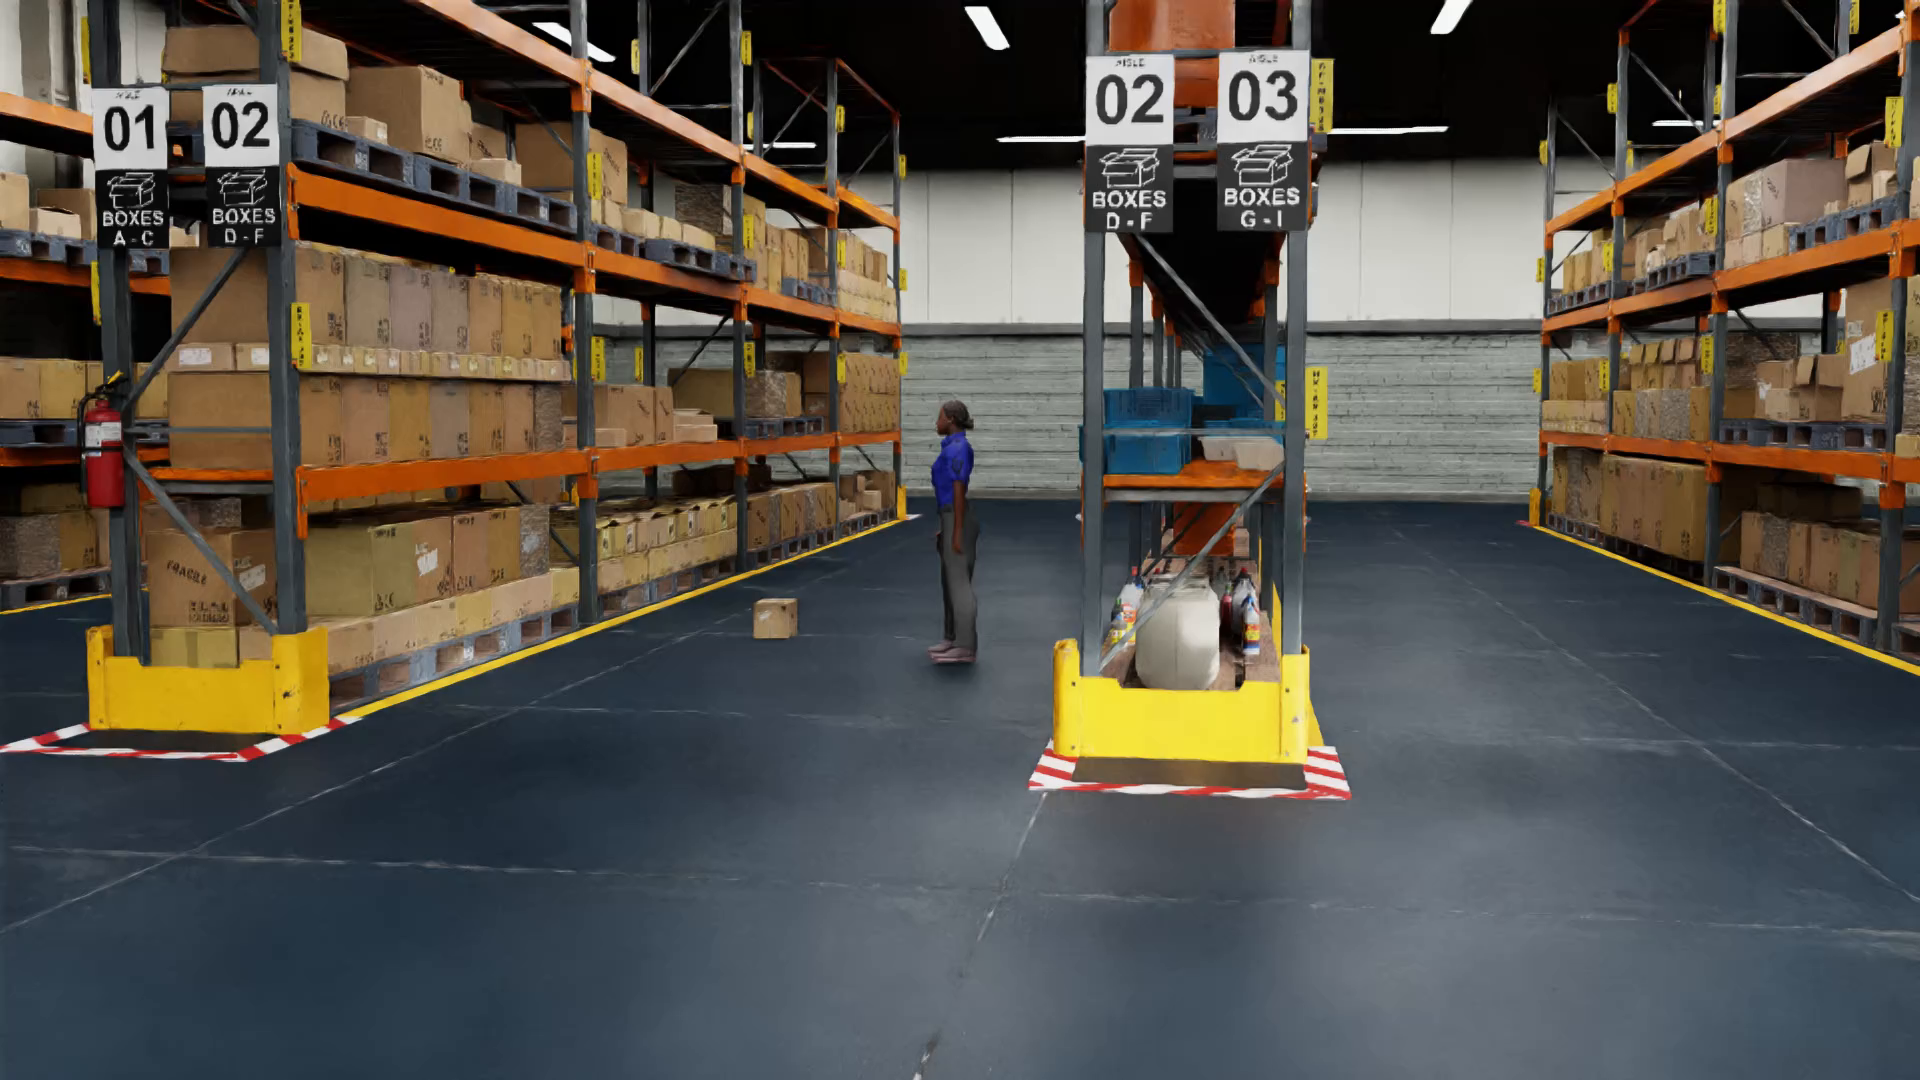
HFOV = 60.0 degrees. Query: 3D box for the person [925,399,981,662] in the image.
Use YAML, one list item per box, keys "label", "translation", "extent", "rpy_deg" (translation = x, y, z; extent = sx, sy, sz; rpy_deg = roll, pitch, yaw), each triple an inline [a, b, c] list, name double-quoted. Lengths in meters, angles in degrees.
- label: "person"
  translation: [-0.045, -0.068, 10.634]
  extent: [0.359, 1.657, 0.484]
  rpy_deg: [0, 5, 1]
